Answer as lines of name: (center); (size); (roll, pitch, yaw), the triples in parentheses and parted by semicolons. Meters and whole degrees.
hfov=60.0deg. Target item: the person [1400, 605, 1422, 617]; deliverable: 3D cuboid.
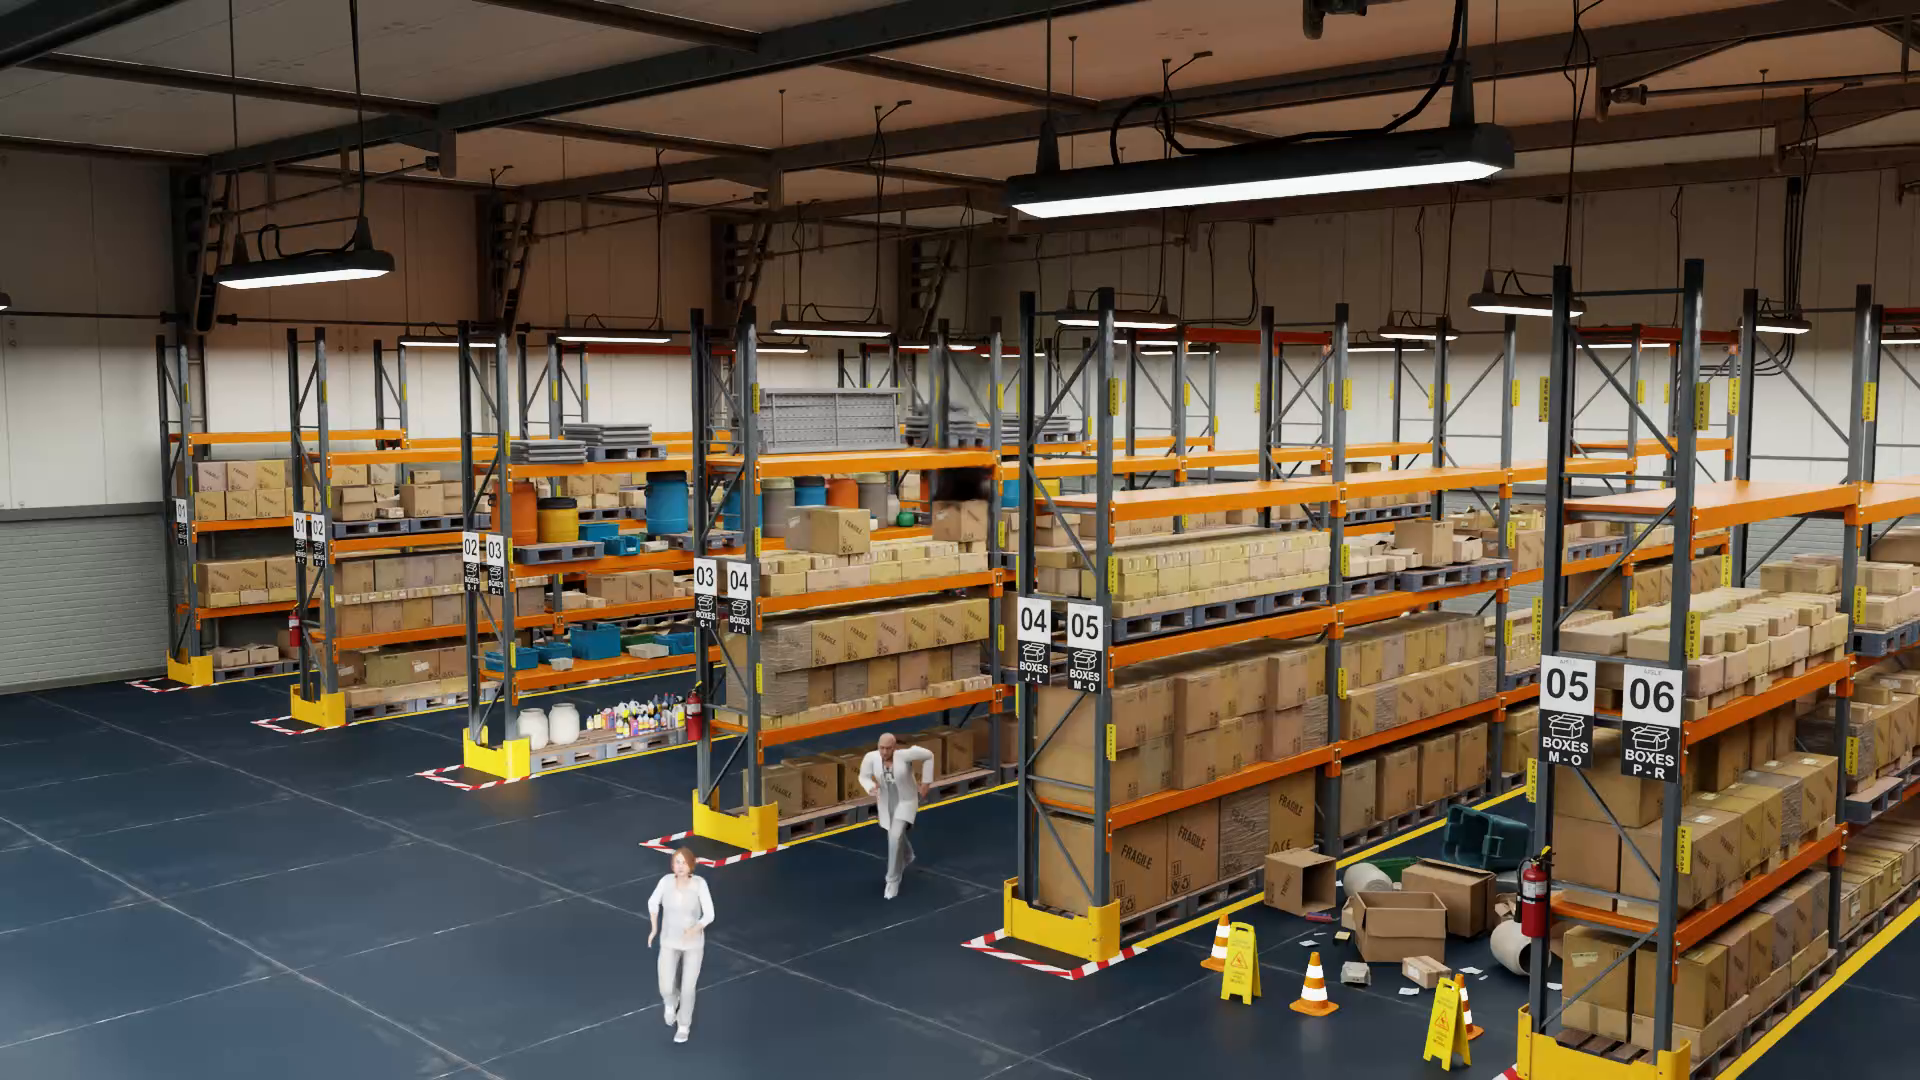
person: (7.428, 1.757, 27.033); (0.686, 1.745, 0.900); (4, 7, 36)

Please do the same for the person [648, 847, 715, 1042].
person: (-2.186, 3.175, 12.979); (0.537, 1.554, 0.537); (0, 5, -2)

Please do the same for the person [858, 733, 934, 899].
person: (-0.624, 2.762, 17.035); (0.753, 1.739, 1.072); (1, 6, 14)
